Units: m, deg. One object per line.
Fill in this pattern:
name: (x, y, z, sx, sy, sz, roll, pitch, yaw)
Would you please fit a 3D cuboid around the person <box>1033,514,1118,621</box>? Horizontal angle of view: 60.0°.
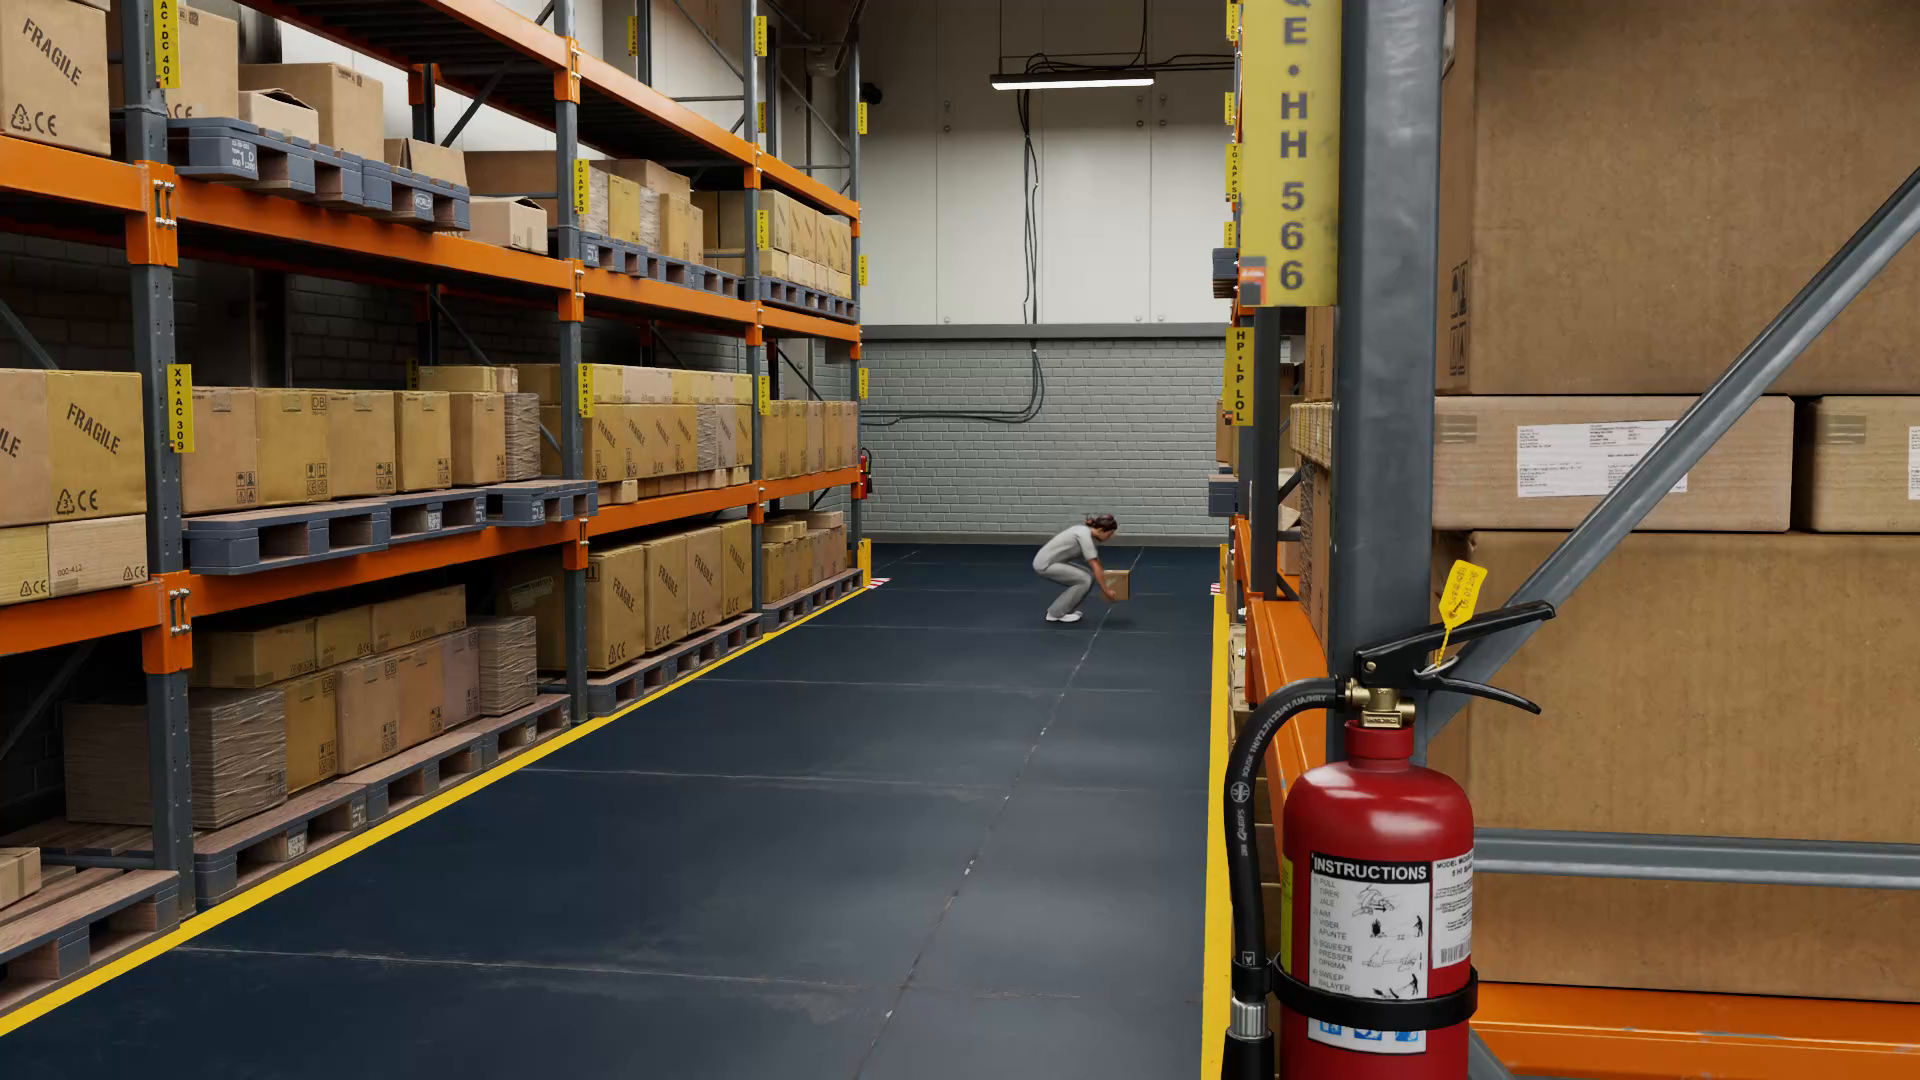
person: (1.064, 0.245, 15.210, 0.790, 0.977, 0.484, 1, 5, 8)
